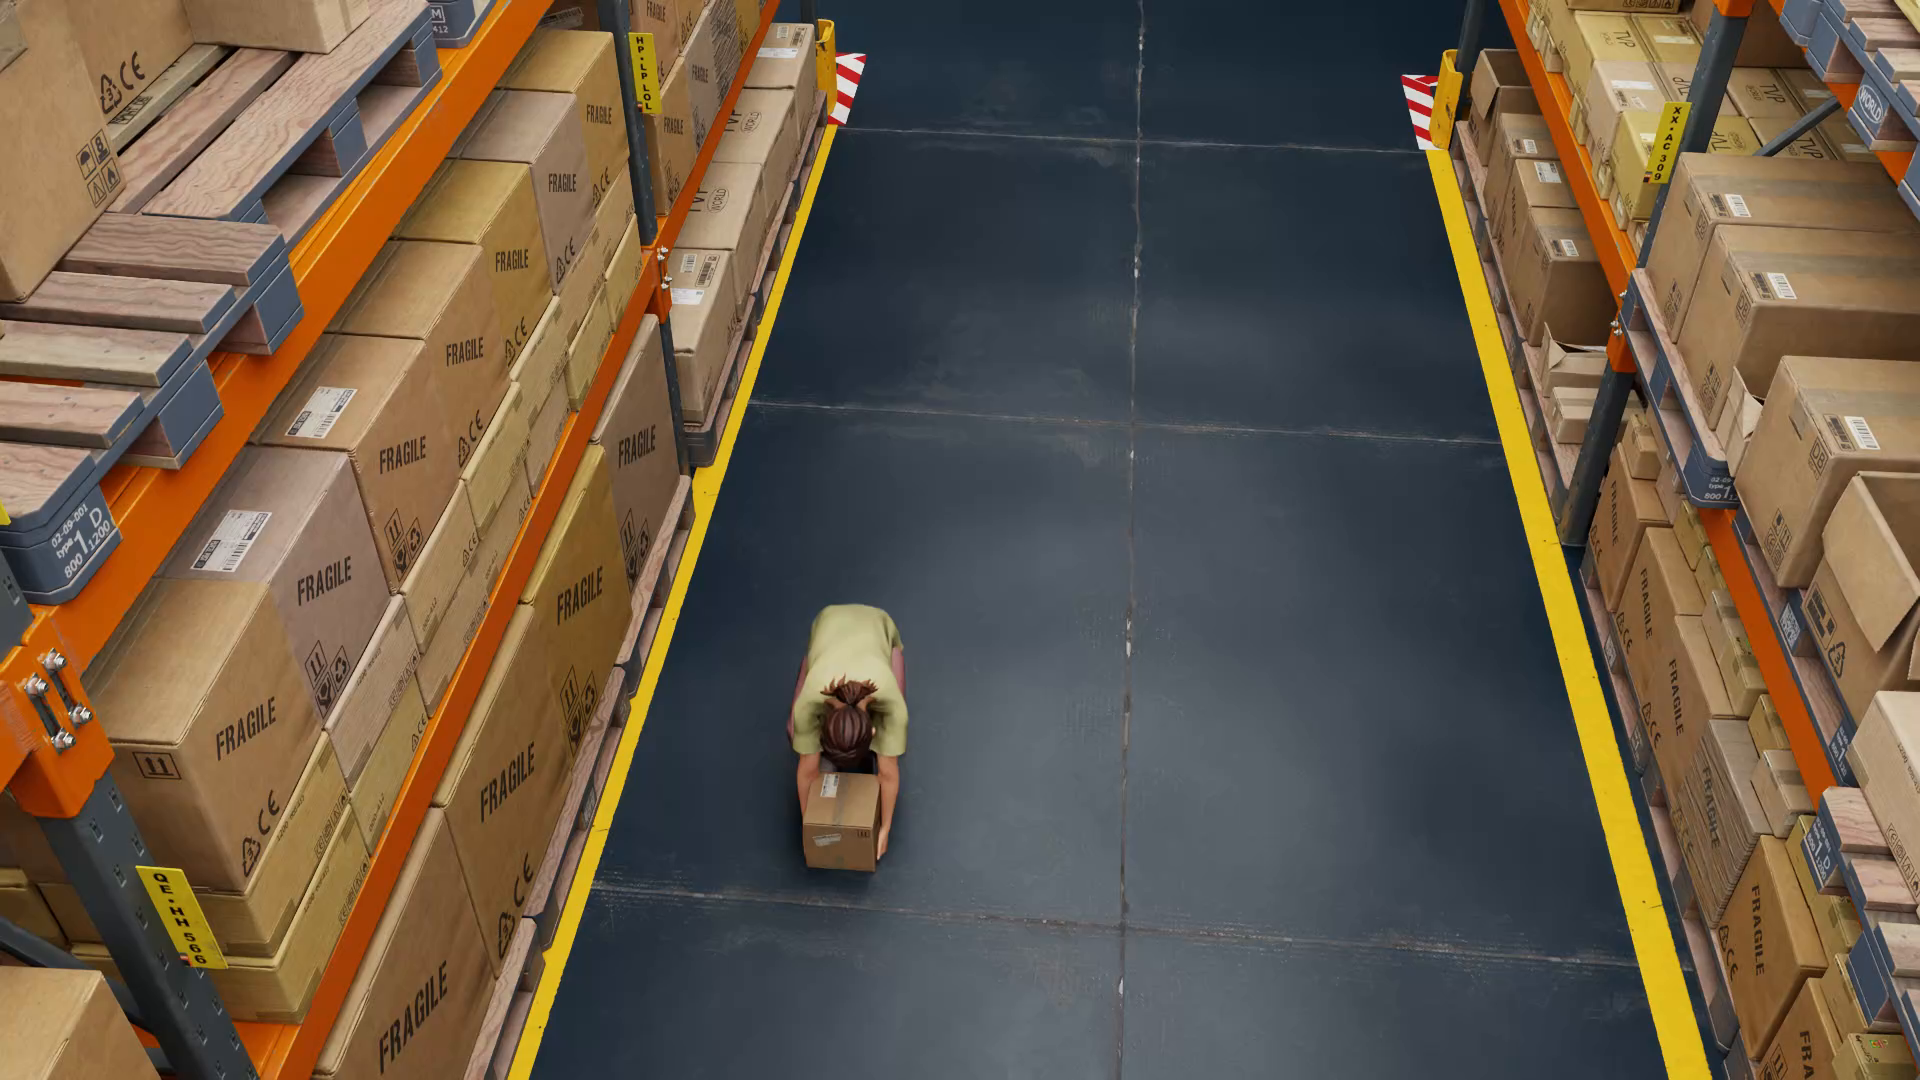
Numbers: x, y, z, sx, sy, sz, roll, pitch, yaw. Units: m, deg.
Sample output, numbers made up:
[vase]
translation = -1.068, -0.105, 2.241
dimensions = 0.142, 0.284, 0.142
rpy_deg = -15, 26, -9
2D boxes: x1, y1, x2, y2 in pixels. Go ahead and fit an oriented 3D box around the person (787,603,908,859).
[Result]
[person]
translation = -0.401, 0.647, 6.139
dimensions = 0.449, 0.768, 0.855
rpy_deg = 2, 40, 3
